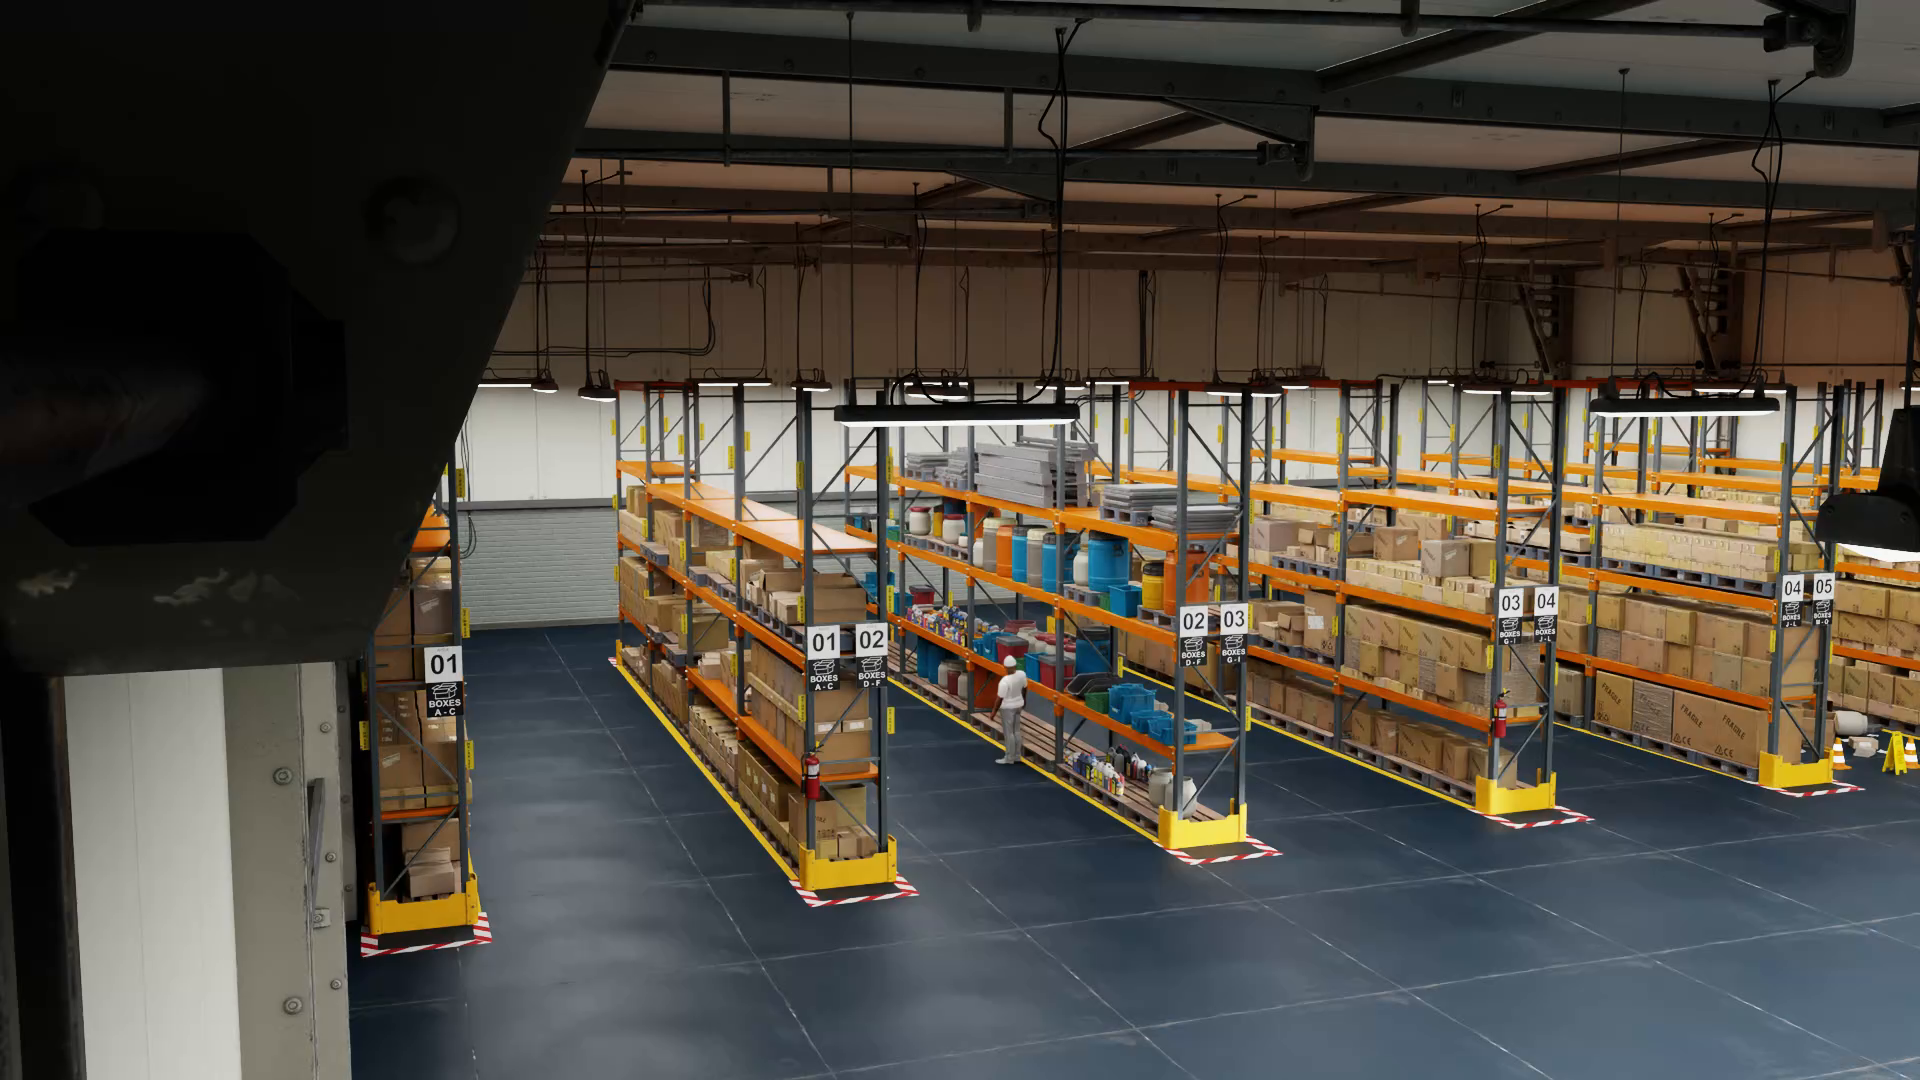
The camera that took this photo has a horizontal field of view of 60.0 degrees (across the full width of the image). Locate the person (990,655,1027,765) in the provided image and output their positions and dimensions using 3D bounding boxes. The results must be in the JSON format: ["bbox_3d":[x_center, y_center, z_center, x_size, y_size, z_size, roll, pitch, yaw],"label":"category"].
[{"bbox_3d":[0.805,2.666,26.379,0.478,1.760,0.701,4,7,32],"label":"person"}]

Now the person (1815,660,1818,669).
[{"bbox_3d":[17.103,2.050,33.077,0.640,1.633,0.857,-2,6,-15],"label":"person"}]
